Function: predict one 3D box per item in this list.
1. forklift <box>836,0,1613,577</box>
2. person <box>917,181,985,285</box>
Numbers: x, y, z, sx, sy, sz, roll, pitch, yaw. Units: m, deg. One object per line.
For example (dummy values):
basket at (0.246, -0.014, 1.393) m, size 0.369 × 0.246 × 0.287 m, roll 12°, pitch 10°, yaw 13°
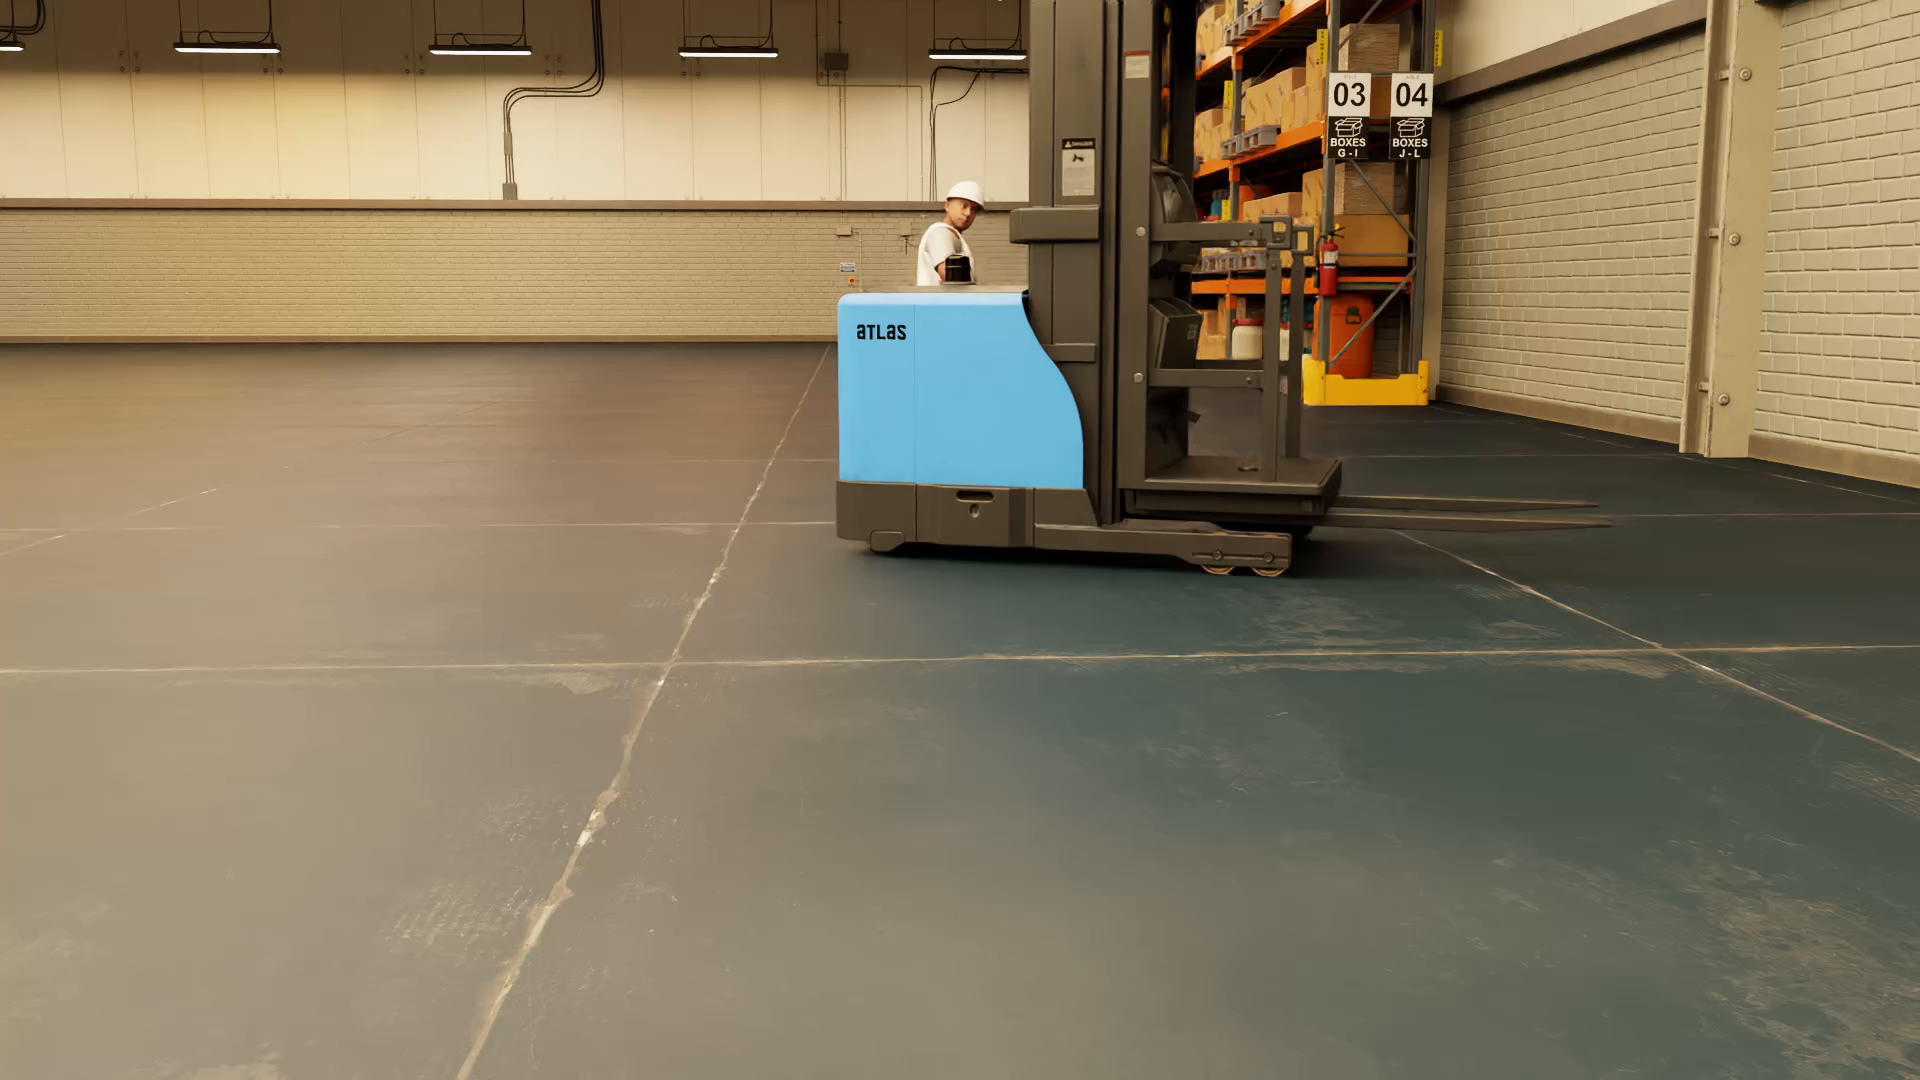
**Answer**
forklift at (1.062, -1.395, 6.723) m, size 3.031 × 2.935 × 1.130 m, roll 2°, pitch 9°, yaw 16°
person at (0.024, -1.178, 9.537) m, size 0.624 × 1.726 × 0.809 m, roll -1°, pitch 9°, yaw -9°
